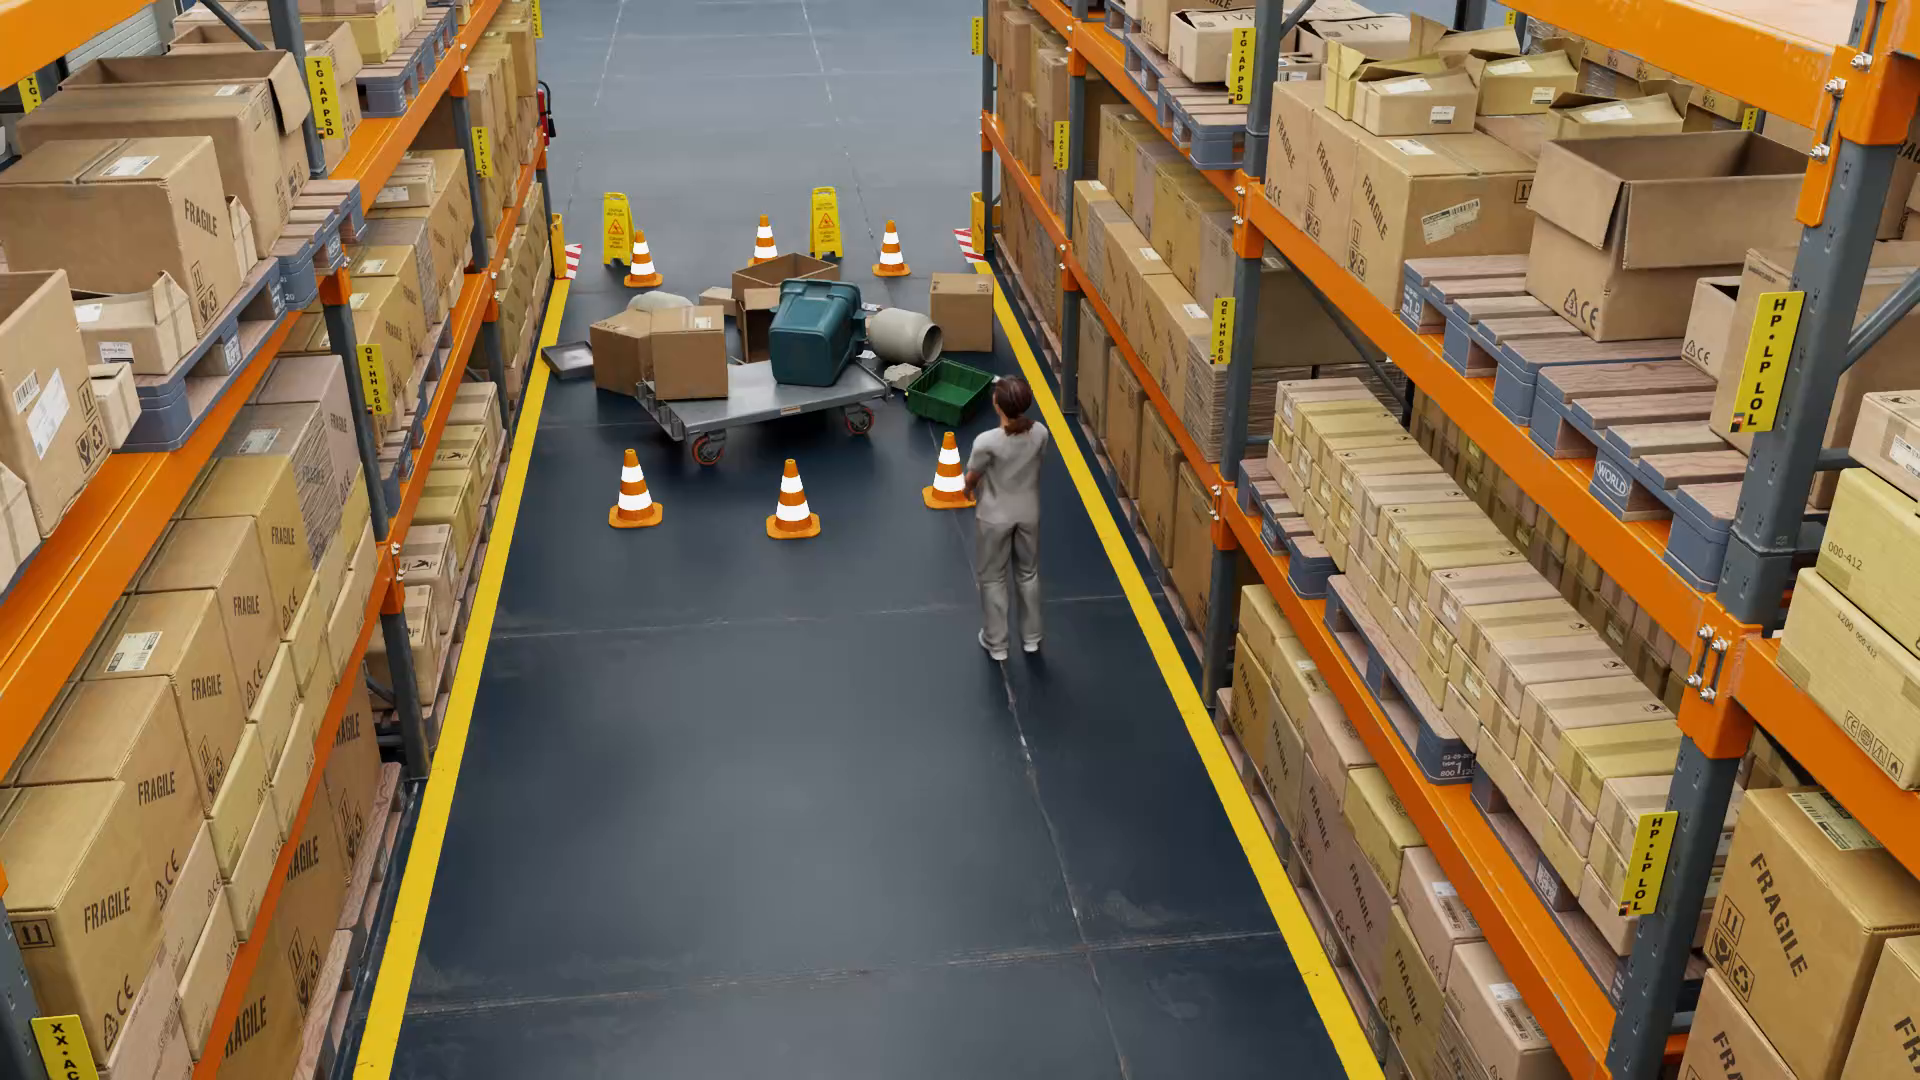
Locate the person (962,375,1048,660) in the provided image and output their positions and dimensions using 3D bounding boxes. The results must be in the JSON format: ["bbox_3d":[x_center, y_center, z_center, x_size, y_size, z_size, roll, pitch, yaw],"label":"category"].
[{"bbox_3d":[0.238,-0.138,8.886,0.479,1.676,0.534,-11,29,-20],"label":"person"}]
